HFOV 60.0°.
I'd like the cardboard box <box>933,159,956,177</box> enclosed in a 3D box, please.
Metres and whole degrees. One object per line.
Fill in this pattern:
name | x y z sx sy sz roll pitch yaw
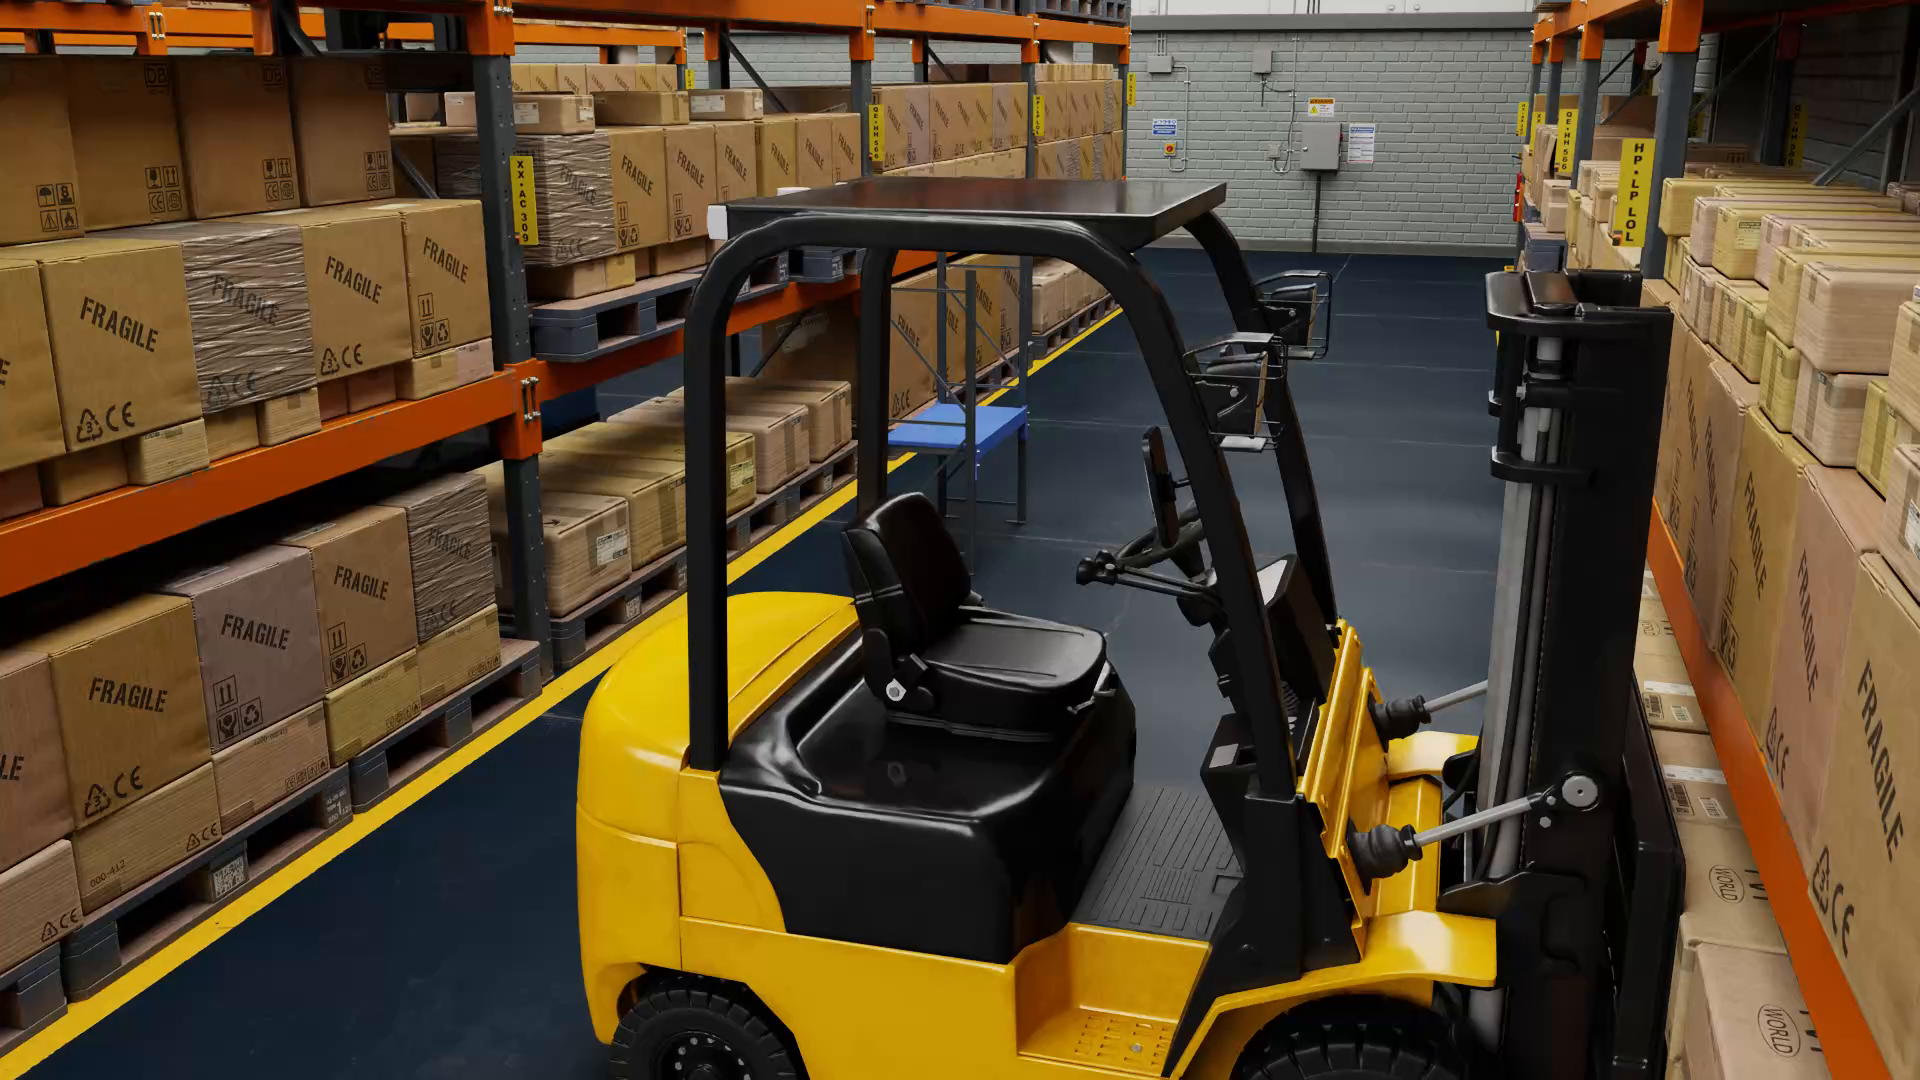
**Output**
cardboard box | -0.339 -2.487 11.459 0.500 0.250 0.500 5 16 16

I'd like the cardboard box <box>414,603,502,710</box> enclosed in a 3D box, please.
cardboard box | -2.068 0.402 6.184 0.500 0.250 0.500 5 17 18

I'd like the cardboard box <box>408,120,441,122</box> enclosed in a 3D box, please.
cardboard box | -4.792 -3.684 15.593 0.500 0.500 0.500 5 16 16

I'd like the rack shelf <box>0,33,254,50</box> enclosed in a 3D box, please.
rack shelf | -8.817 -5.376 18.107 1.077 0.370 4.000 5 16 16

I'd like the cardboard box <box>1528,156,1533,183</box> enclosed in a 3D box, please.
cardboard box | 5.217 -3.223 14.424 0.500 0.250 0.500 4 16 14

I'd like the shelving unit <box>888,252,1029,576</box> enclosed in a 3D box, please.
shelving unit | -0.024 -0.699 8.546 0.538 1.500 1.048 5 16 16

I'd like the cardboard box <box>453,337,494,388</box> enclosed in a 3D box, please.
cardboard box | -1.957 -0.666 6.140 0.380 0.149 0.250 4 16 15

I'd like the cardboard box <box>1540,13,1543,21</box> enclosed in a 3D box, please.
cardboard box | 5.170 -4.513 14.207 0.380 0.149 0.250 5 16 16

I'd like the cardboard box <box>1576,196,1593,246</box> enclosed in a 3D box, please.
cardboard box | 3.235 -1.497 7.969 0.500 0.250 0.500 5 17 18

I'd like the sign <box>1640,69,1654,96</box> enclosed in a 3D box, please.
sign | 6.539 -4.311 15.829 0.100 0.325 0.005 5 16 16

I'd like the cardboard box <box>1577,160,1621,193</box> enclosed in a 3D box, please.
cardboard box | 3.366 -1.856 8.505 0.380 0.149 0.250 5 17 18

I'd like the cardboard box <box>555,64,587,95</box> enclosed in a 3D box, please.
cardboard box | -3.991 -4.382 16.222 0.500 0.500 0.500 5 17 17

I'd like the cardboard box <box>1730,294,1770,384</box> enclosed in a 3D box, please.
cardboard box | 1.801 -0.404 3.386 0.380 0.149 0.250 4 16 15

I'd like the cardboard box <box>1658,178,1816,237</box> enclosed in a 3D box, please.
cardboard box | 2.227 -0.953 4.776 0.380 0.149 0.250 5 17 17

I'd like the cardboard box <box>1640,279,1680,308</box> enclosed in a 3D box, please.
cardboard box | 2.226 -0.463 4.780 0.500 0.500 0.500 4 16 14

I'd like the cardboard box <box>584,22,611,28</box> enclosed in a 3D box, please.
cardboard box | -3.822 -5.219 16.511 0.500 0.250 0.500 5 17 18

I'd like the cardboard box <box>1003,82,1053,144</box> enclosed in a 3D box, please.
cardboard box | 0.483 -3.622 14.087 0.500 0.500 0.500 5 17 16

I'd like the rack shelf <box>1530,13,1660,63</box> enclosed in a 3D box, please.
rack shelf | 5.444 -4.224 14.044 1.077 0.370 4.000 5 16 16

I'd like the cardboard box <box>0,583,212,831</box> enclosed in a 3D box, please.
cardboard box | -2.499 0.449 4.646 0.500 0.500 0.500 5 17 17

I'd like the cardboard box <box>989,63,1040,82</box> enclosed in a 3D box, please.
cardboard box | 0.454 -3.891 13.846 0.380 0.149 0.250 4 16 15

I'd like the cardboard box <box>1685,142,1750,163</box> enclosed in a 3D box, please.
cardboard box | 4.035 -1.929 9.182 0.500 0.500 0.500 5 17 18

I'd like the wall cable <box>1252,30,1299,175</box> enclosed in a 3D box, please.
wall cable | 4.196 -5.893 22.246 0.588 1.984 0.122 5 16 16

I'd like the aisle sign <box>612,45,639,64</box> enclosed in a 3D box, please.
aisle sign | -3.789 -5.684 18.608 0.394 0.787 0.004 5 16 16

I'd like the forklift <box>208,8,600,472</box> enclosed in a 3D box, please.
forklift | -3.231 -1.596 9.086 1.130 2.935 3.031 5 17 17

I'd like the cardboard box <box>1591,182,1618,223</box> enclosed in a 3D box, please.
cardboard box | 2.822 -1.389 6.858 0.380 0.149 0.250 4 16 14

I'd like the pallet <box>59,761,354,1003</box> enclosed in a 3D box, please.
pallet | -2.659 0.946 5.108 1.003 0.211 1.213 5 16 16

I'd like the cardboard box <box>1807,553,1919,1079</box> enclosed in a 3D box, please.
cardboard box | 1.354 0.339 1.954 0.500 0.500 0.500 4 16 15

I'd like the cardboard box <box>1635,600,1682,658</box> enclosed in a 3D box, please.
cardboard box | 2.009 0.365 4.484 0.500 0.250 0.500 5 16 16

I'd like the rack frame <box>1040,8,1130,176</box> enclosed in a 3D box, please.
rack frame | 1.253 -4.034 17.554 1.000 3.000 0.127 5 16 16

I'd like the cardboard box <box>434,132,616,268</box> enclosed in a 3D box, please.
cardboard box | -1.749 -1.388 6.728 0.500 0.500 0.500 5 17 17

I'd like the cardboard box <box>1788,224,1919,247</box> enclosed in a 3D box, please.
cardboard box | 1.884 -0.543 3.331 0.380 0.149 0.250 5 16 16

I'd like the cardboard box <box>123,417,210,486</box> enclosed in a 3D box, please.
cardboard box | -2.382 -0.265 4.727 0.380 0.149 0.250 5 17 16

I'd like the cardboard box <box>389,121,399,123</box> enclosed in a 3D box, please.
cardboard box | -5.212 -3.645 14.782 0.380 0.149 0.250 6 17 19

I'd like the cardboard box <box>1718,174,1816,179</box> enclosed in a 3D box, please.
cardboard box | 3.590 -1.544 7.404 0.380 0.149 0.250 5 16 16

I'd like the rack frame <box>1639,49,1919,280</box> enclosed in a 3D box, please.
rack frame | 2.602 -0.510 5.131 1.000 3.000 0.127 5 16 16

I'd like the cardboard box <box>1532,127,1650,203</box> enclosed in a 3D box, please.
cardboard box | 4.377 -2.609 11.577 0.700 0.500 0.500 5 17 16

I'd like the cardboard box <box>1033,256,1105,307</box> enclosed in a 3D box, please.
cardboard box | 0.909 -2.583 16.363 0.875 0.438 0.875 5 17 17

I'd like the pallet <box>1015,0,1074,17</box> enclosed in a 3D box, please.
pallet | 0.358 -4.601 14.219 1.003 0.211 1.213 5 16 16

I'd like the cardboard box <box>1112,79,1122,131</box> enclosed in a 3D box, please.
cardboard box | 1.344 -4.418 16.894 0.500 0.500 0.500 5 17 18

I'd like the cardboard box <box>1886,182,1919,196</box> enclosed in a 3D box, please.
cardboard box | 2.801 -0.907 4.612 0.380 0.149 0.250 5 16 16

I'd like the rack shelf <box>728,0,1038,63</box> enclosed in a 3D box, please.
rack shelf | -0.453 -3.561 11.708 1.077 0.370 4.000 5 16 16

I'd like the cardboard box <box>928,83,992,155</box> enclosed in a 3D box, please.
cardboard box | -0.073 -3.113 12.292 0.500 0.500 0.500 5 17 18

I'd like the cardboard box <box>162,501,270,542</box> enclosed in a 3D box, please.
cardboard box | -2.725 0.140 5.733 0.500 0.500 0.500 5 17 18

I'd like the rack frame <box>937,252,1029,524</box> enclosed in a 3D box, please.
rack frame | 0.120 -0.832 9.015 0.500 1.500 0.032 5 16 16

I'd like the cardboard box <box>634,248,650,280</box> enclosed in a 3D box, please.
cardboard box | -1.611 -1.240 7.396 0.380 0.149 0.250 6 17 19

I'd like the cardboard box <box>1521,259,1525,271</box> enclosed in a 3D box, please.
cardboard box | 5.468 -2.276 15.168 0.700 0.500 0.500 5 17 18

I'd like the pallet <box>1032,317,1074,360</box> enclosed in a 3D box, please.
pallet | 0.407 -1.839 14.925 1.003 0.211 1.213 5 16 16

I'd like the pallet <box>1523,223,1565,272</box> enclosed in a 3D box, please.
pallet | 3.865 -1.647 9.492 1.213 0.211 1.003 5 16 16

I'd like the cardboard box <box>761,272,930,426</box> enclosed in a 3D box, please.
cardboard box | -0.745 -1.295 11.022 0.875 0.875 0.875 4 16 15

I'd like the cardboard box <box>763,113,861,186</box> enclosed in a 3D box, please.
cardboard box | -0.884 -2.193 9.568 0.500 0.500 0.500 4 16 14

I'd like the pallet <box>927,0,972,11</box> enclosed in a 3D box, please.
pallet | -0.574 -3.758 11.432 1.003 0.211 1.213 5 17 18

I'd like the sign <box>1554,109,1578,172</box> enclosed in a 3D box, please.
sign | 3.216 -2.115 8.813 0.100 0.325 0.005 5 16 16

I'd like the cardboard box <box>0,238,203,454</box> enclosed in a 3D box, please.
cardboard box | -2.469 -0.544 4.523 0.500 0.500 0.500 4 16 15

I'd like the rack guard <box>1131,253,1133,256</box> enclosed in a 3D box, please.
rack guard | 1.259 -2.837 17.917 1.175 0.500 0.348 5 16 16

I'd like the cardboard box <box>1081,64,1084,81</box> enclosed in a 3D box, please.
cardboard box | 0.940 -4.360 15.500 0.380 0.149 0.250 5 17 18

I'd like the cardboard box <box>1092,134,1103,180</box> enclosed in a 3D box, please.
cardboard box | 1.075 -3.670 16.087 0.500 0.500 0.500 5 17 17
